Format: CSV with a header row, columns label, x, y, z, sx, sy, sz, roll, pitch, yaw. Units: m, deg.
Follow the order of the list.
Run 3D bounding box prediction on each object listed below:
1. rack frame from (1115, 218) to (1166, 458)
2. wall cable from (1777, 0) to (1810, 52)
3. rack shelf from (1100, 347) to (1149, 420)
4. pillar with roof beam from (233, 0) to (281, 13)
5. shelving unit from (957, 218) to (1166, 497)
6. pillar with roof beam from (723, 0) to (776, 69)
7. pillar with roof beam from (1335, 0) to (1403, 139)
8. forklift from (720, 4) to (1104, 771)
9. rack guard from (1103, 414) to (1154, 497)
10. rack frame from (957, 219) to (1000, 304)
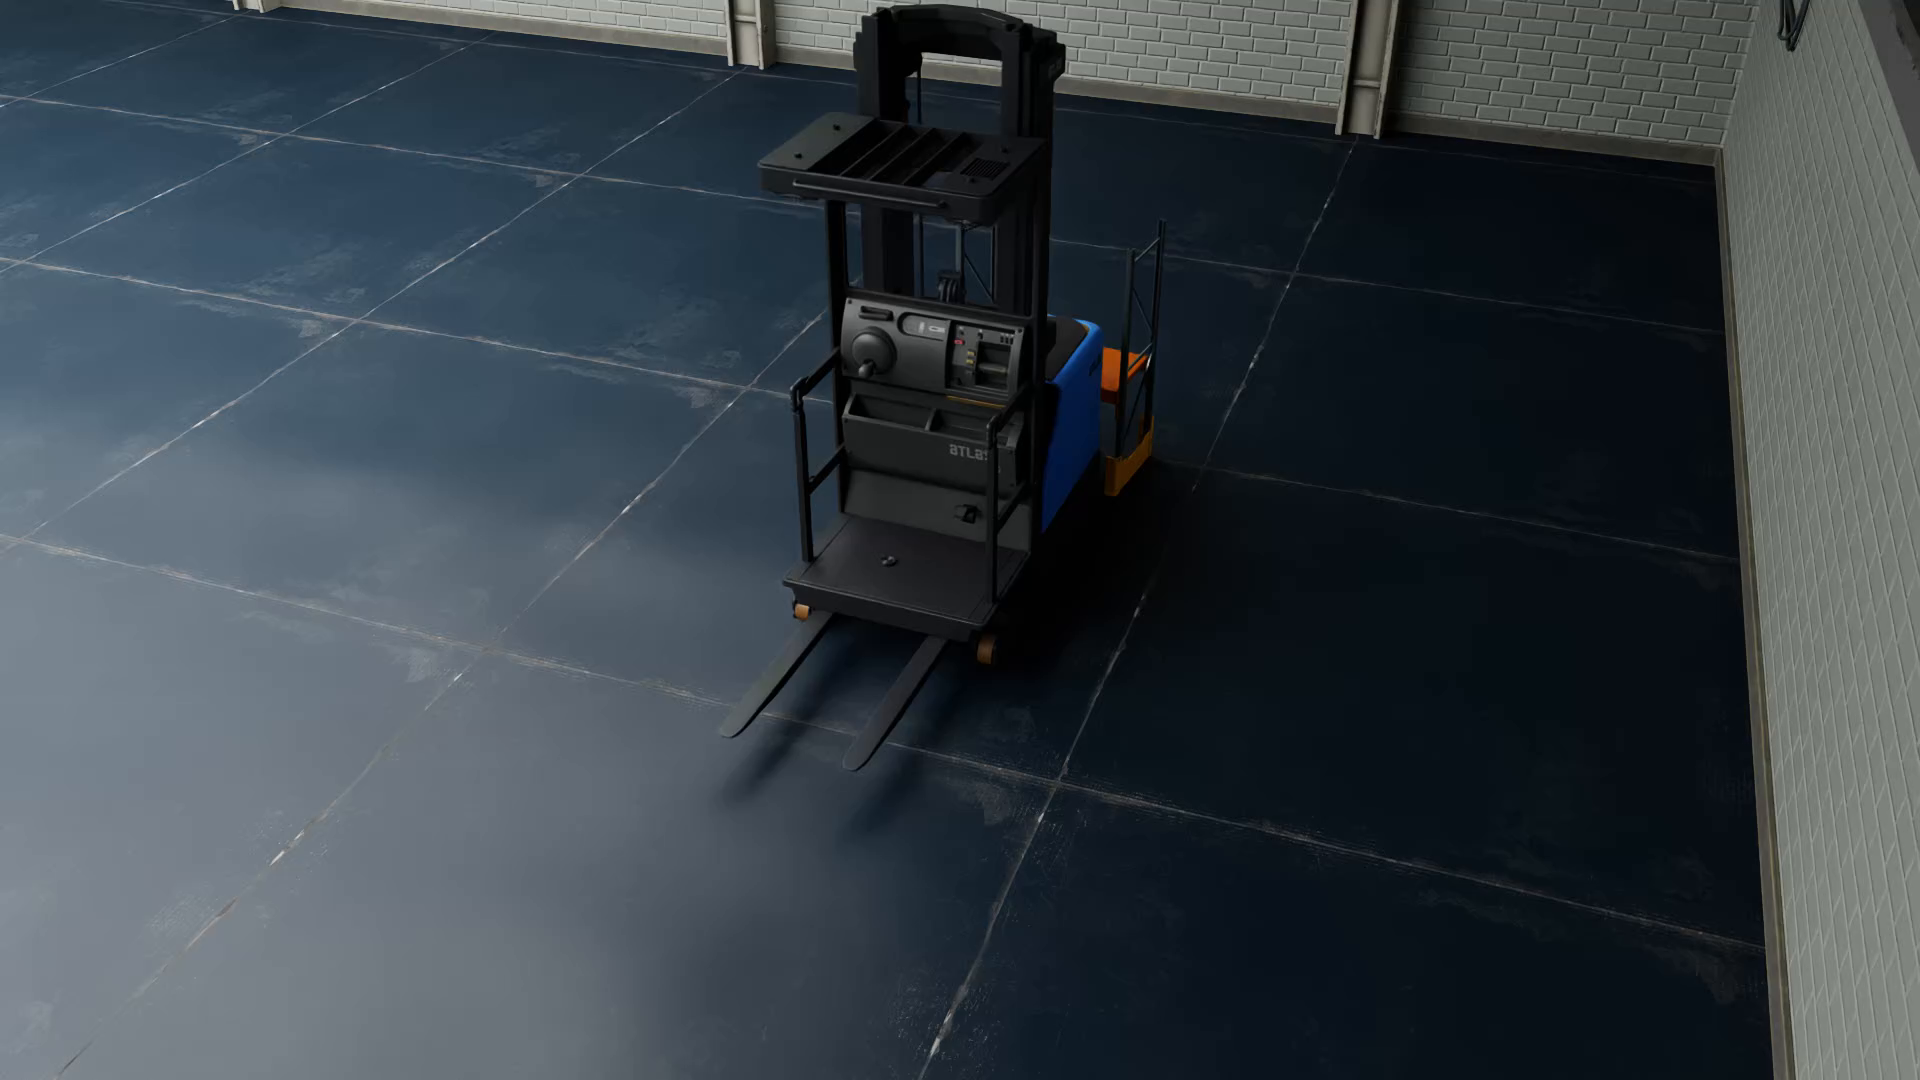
label,x,y,z,sx,sy,sz,roll,pitch,yaw
rack frame,1.012,-1.026,9.419,0.032,1.500,0.500,15,35,22
wall cable,5.908,-4.923,11.409,0.112,2.526,3.097,11,34,16
rack shelf,0.558,-0.998,9.708,1.000,0.185,0.538,15,35,22
pillar with roof beam,-9.168,-7.439,12.444,0.400,9.000,9.100,11,34,16
shelving unit,0.550,-1.152,9.615,1.083,1.500,0.587,15,35,22
pillar with roof beam,-3.519,-6.341,10.744,0.400,9.000,9.100,11,34,16
pillar with roof beam,2.129,-5.243,9.043,0.400,9.000,9.100,11,34,16
forklift,-0.213,-0.868,7.860,1.130,2.935,3.031,12,35,18
rack guard,0.992,-0.502,9.761,0.087,0.250,0.587,15,35,22
rack frame,0.105,-1.274,9.804,0.032,1.500,0.500,15,35,22
